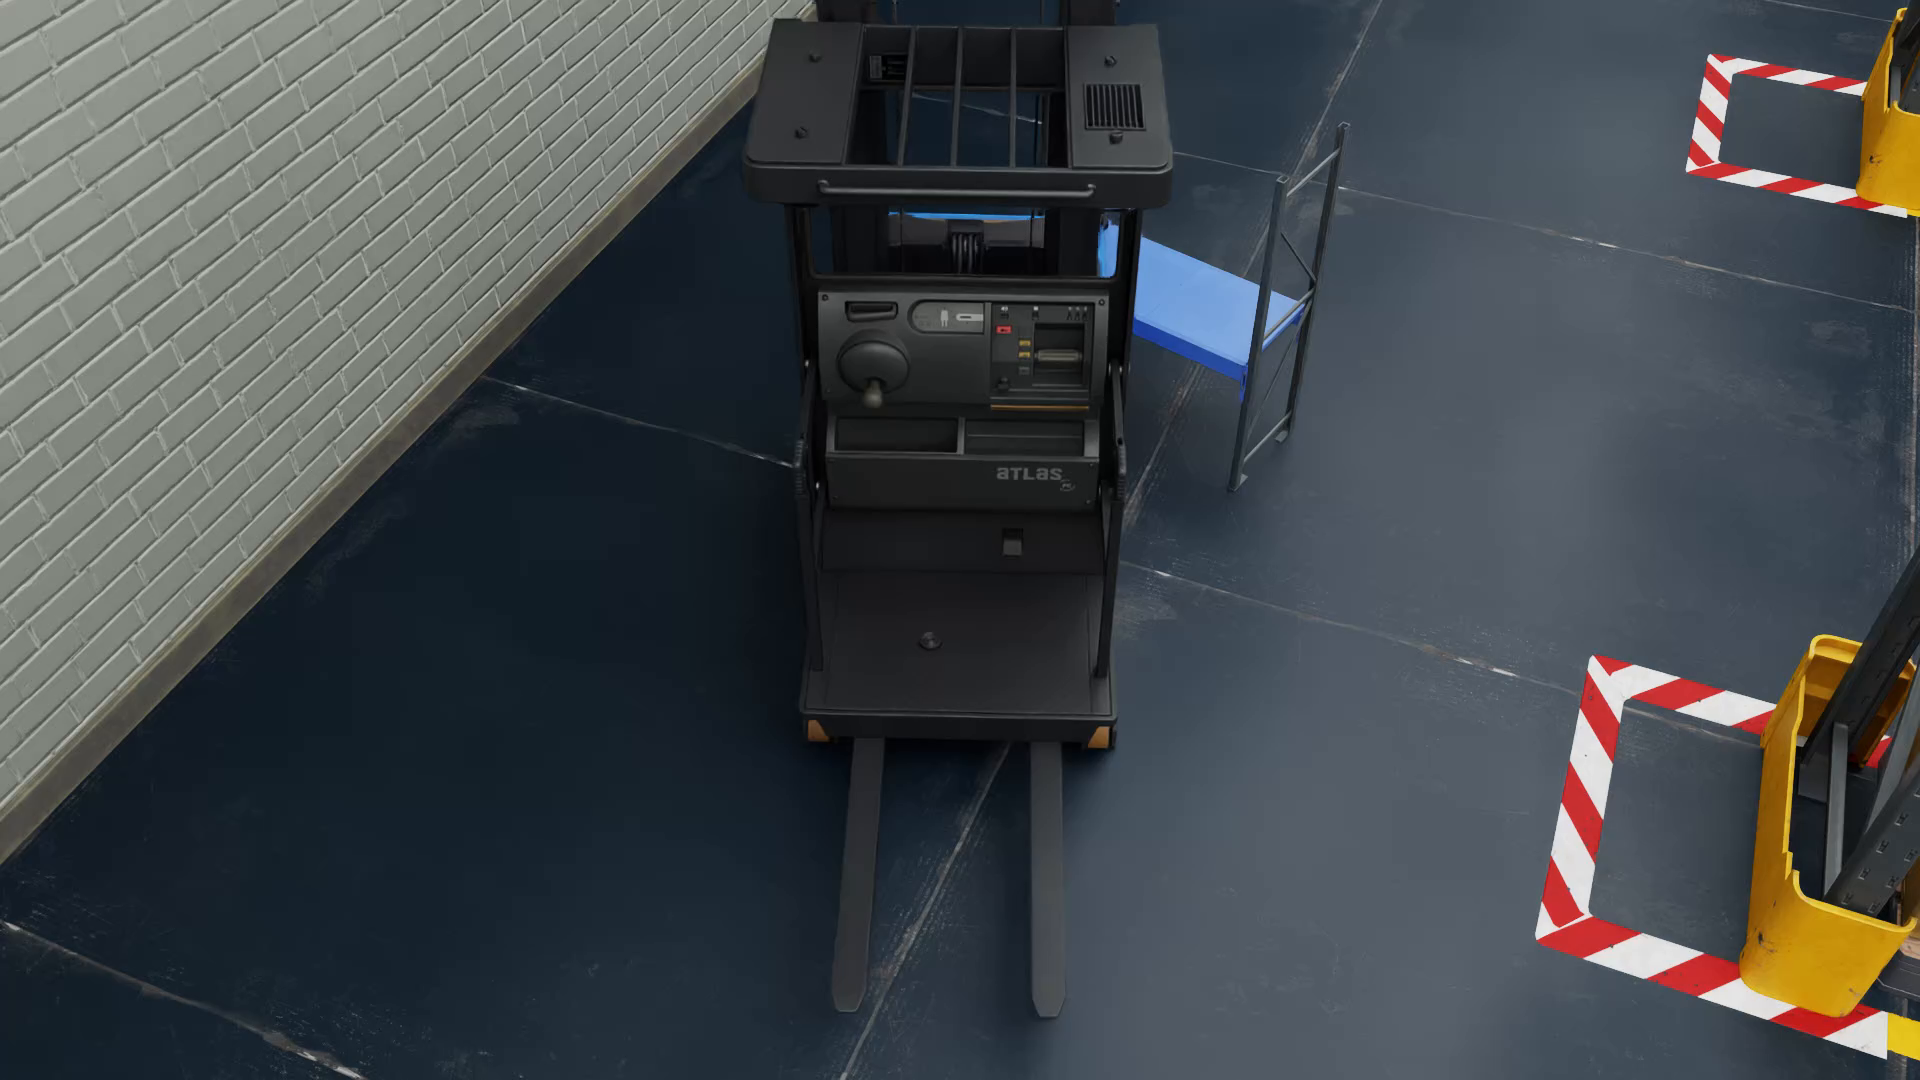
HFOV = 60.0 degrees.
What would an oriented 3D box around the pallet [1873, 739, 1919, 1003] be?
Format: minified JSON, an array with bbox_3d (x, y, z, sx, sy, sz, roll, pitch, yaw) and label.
[{"bbox_3d":[3.659,1.191,5.404,1.213,0.211,1.003,16,47,16],"label":"pallet"}]

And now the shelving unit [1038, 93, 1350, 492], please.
[{"bbox_3d":[0.883,-1.096,6.789,1.048,1.500,0.538,28,51,25],"label":"shelving unit"}]

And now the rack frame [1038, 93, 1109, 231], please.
[{"bbox_3d":[0.479,-1.314,7.007,0.032,1.500,0.500,28,51,25],"label":"rack frame"}]

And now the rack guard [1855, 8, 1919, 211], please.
[{"bbox_3d":[4.964,-2.258,8.665,0.348,0.500,1.175,16,47,16],"label":"rack guard"}]

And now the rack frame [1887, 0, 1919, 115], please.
[{"bbox_3d":[4.894,-3.165,7.805,0.127,3.000,1.000,16,47,16],"label":"rack frame"}]

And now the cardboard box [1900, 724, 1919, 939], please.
[{"bbox_3d":[3.512,0.762,5.066,0.875,0.875,0.875,16,47,16],"label":"cardboard box"}]

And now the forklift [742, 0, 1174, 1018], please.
[{"bbox_3d":[0.005,-0.522,5.197,1.130,2.935,3.031,1,45,1],"label":"forklift"}]

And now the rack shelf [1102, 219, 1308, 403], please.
[{"bbox_3d":[0.883,-0.969,6.916,1.000,0.185,0.538,28,51,25],"label":"rack shelf"}]

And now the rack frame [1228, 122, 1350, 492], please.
[{"bbox_3d":[1.287,-0.879,6.570,0.032,1.500,0.500,28,51,25],"label":"rack frame"}]

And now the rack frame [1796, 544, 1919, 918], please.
[{"bbox_3d":[2.891,0.036,4.587,0.127,3.000,1.000,16,47,16],"label":"rack frame"}]

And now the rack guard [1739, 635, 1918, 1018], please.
[{"bbox_3d":[2.869,0.916,5.475,0.348,0.500,1.175,16,47,16],"label":"rack guard"}]
